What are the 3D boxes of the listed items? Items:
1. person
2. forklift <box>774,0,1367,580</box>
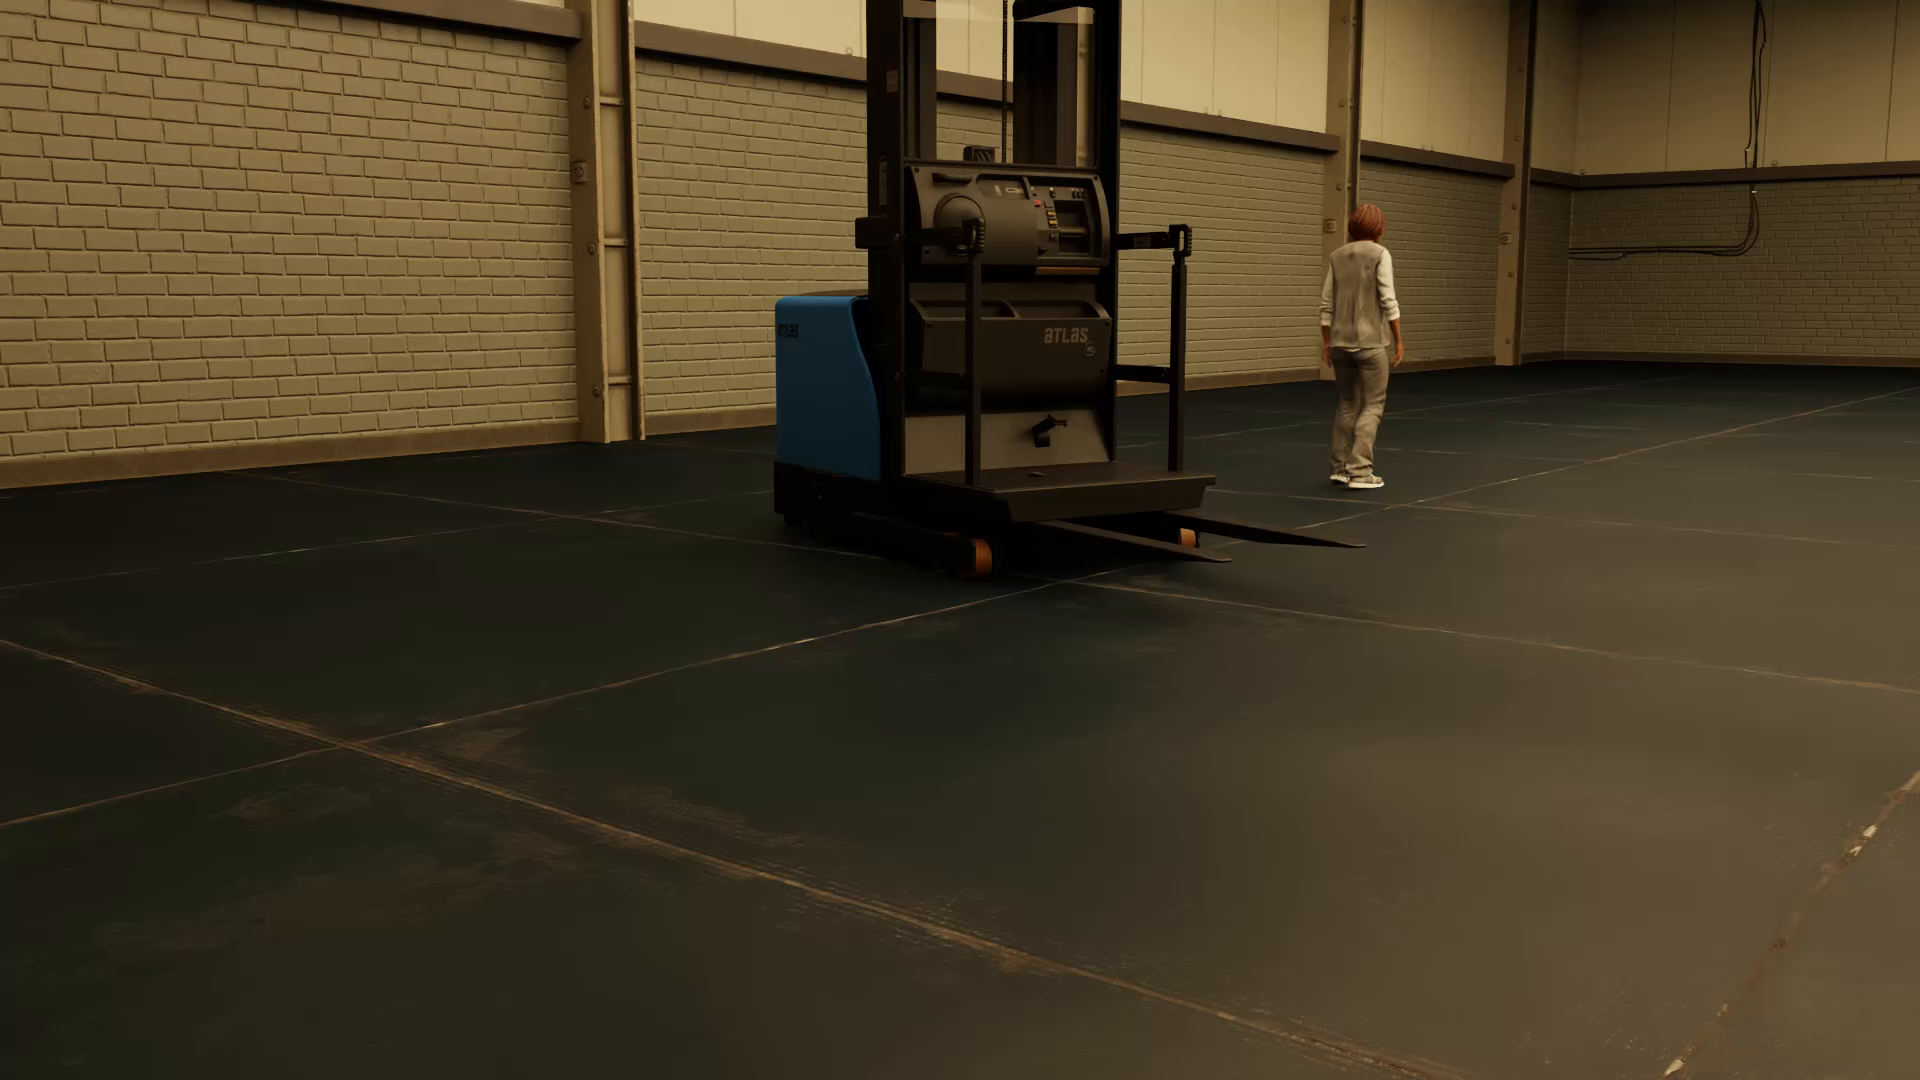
[{"bbox_3d":[2.276,-1.077,9.384,0.447,1.611,0.489,-7,11,-40],"label":"person"},{"bbox_3d":[0.329,-1.373,6.666,1.130,2.935,3.031,-5,10,-31],"label":"forklift"}]
